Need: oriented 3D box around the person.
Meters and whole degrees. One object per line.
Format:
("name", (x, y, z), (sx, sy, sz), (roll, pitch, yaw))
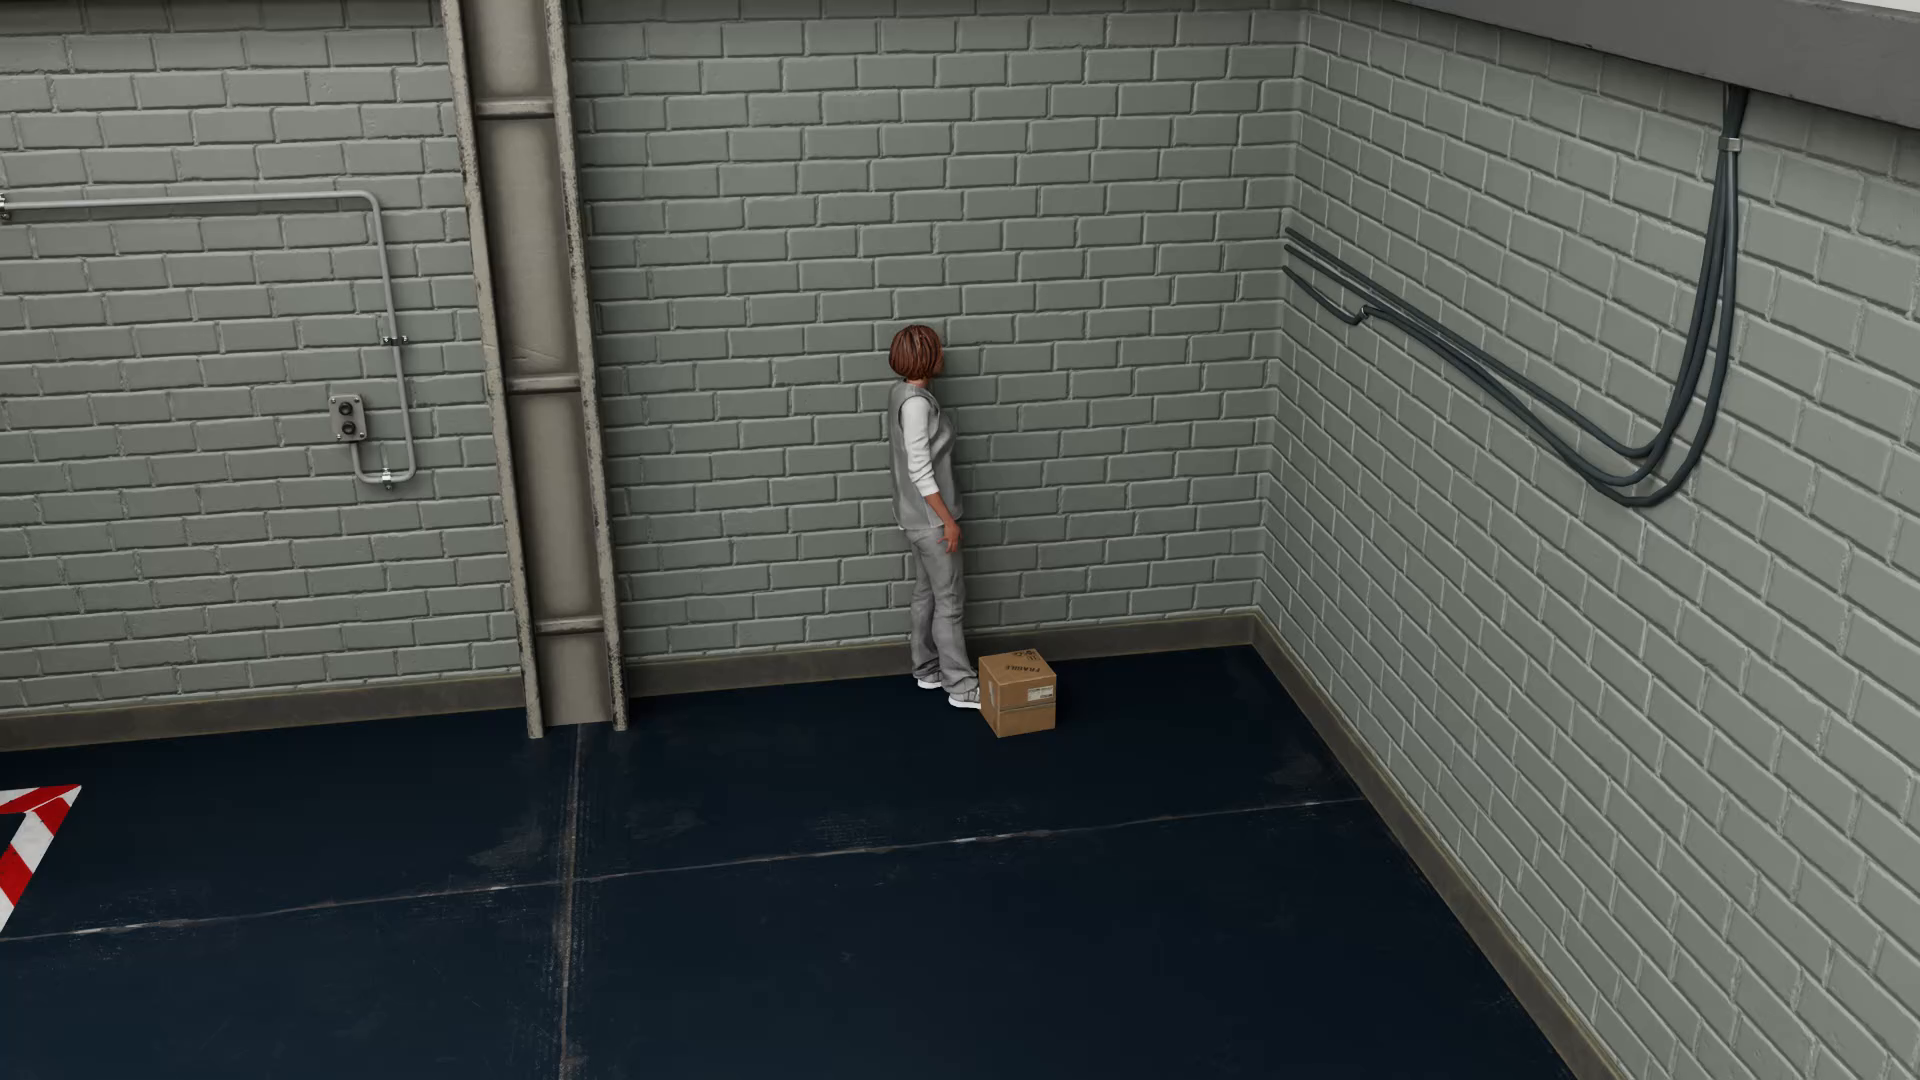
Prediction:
("person", (-0.050, -0.103, 6.823), (0.474, 1.597, 0.521), (-4, 24, -10))
